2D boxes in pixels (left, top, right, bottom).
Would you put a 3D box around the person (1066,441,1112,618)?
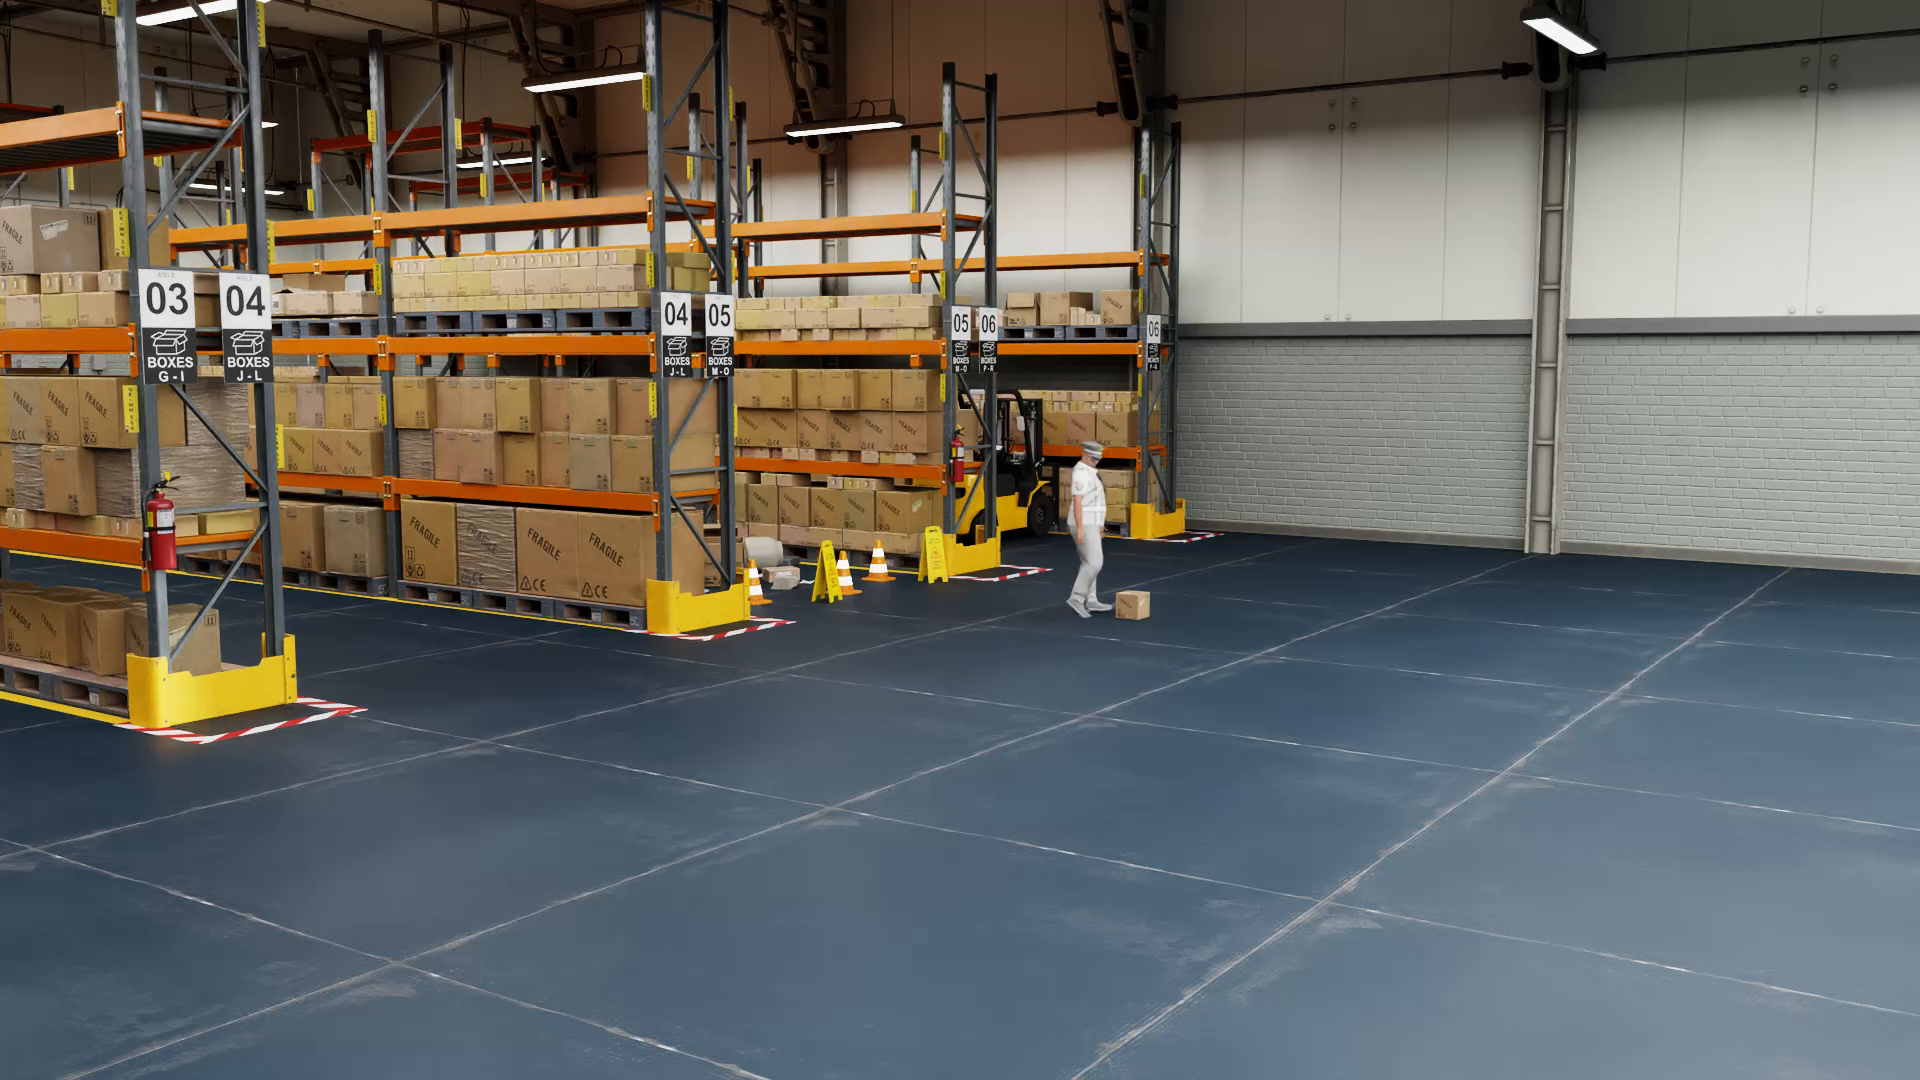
[{"bbox_3d":[1.317,-0.105,16.863,0.456,1.793,0.619,1,6,7],"label":"person"}]
